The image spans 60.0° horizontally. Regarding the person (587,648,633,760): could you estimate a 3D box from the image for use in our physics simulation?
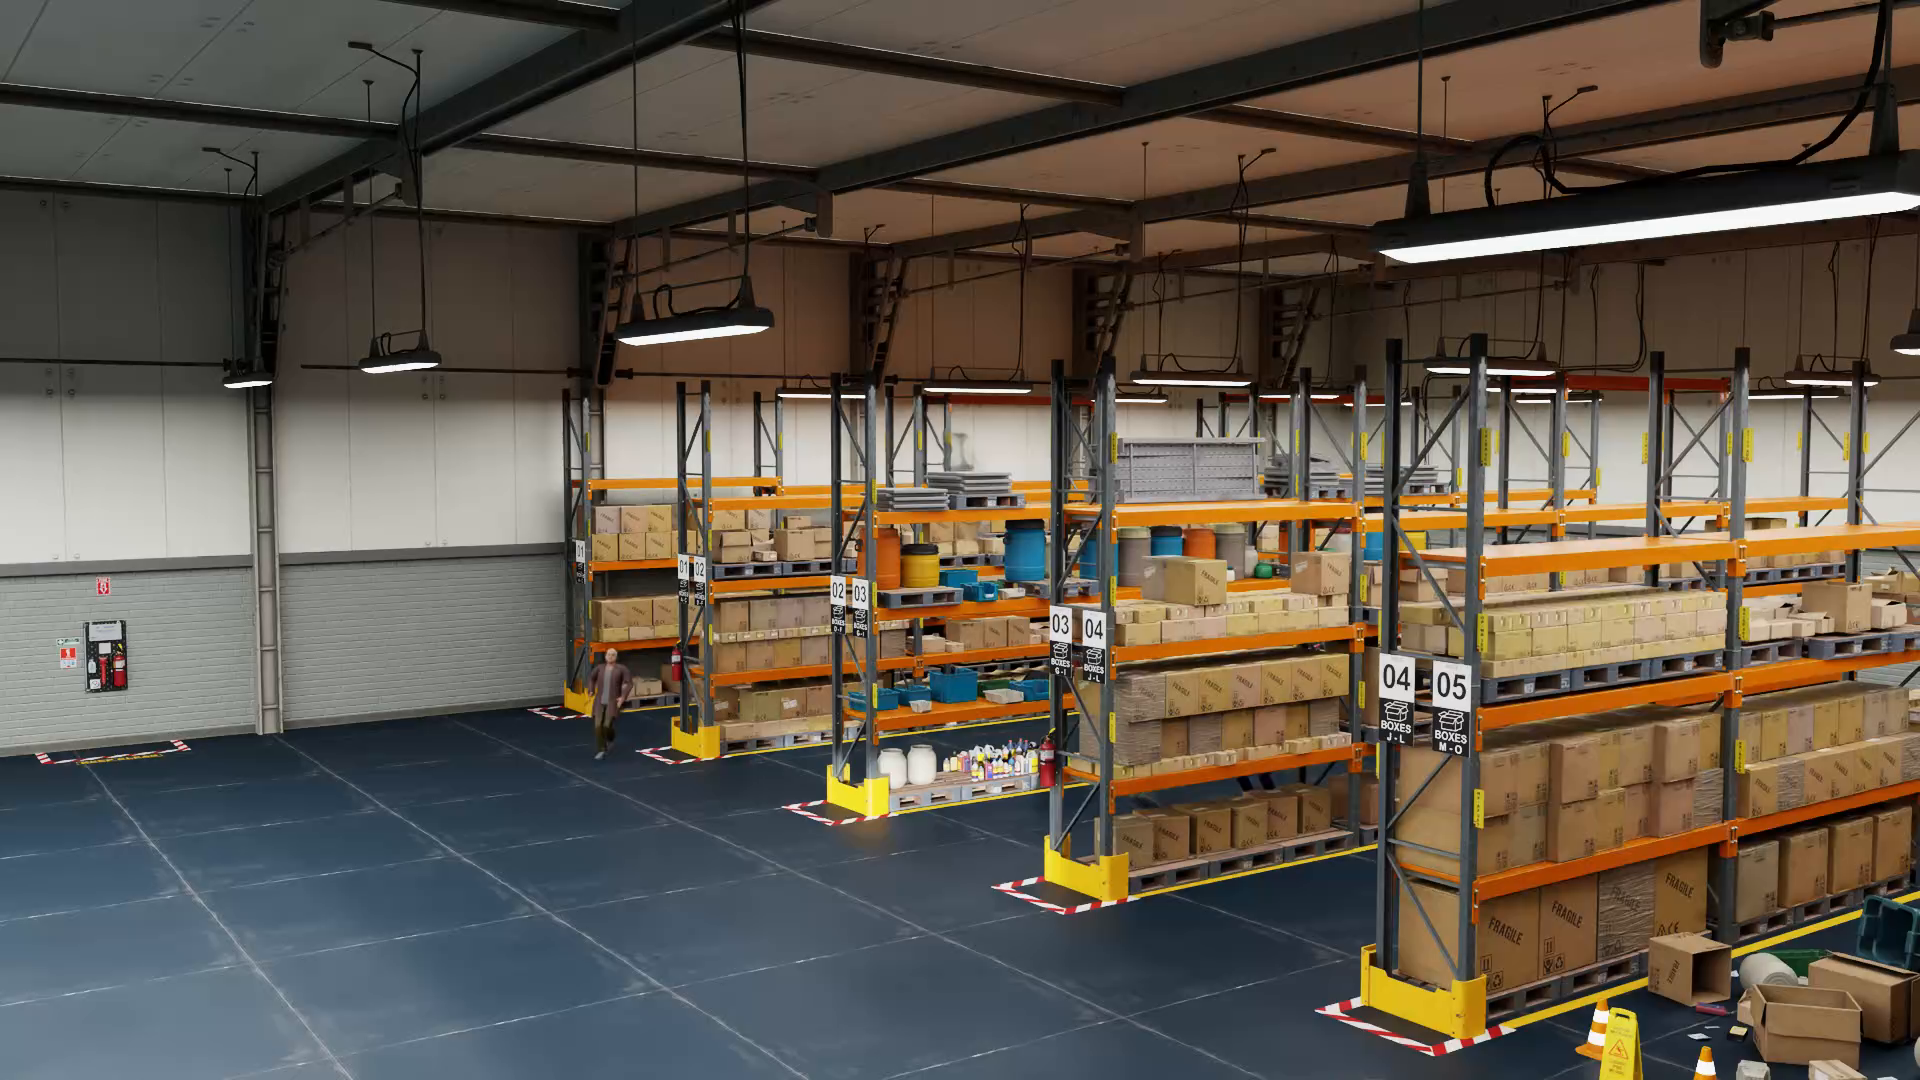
[{"bbox_3d":[-5.615,2.606,26.547,0.749,1.749,0.574,1,4,9],"label":"person"}]

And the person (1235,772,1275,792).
[{"bbox_3d":[4.045,2.895,22.652,0.680,1.655,0.581,-3,5,-38],"label":"person"}]

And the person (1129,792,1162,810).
[{"bbox_3d":[2.321,2.919,21.471,0.577,1.724,0.691,-3,5,-36],"label":"person"}]
